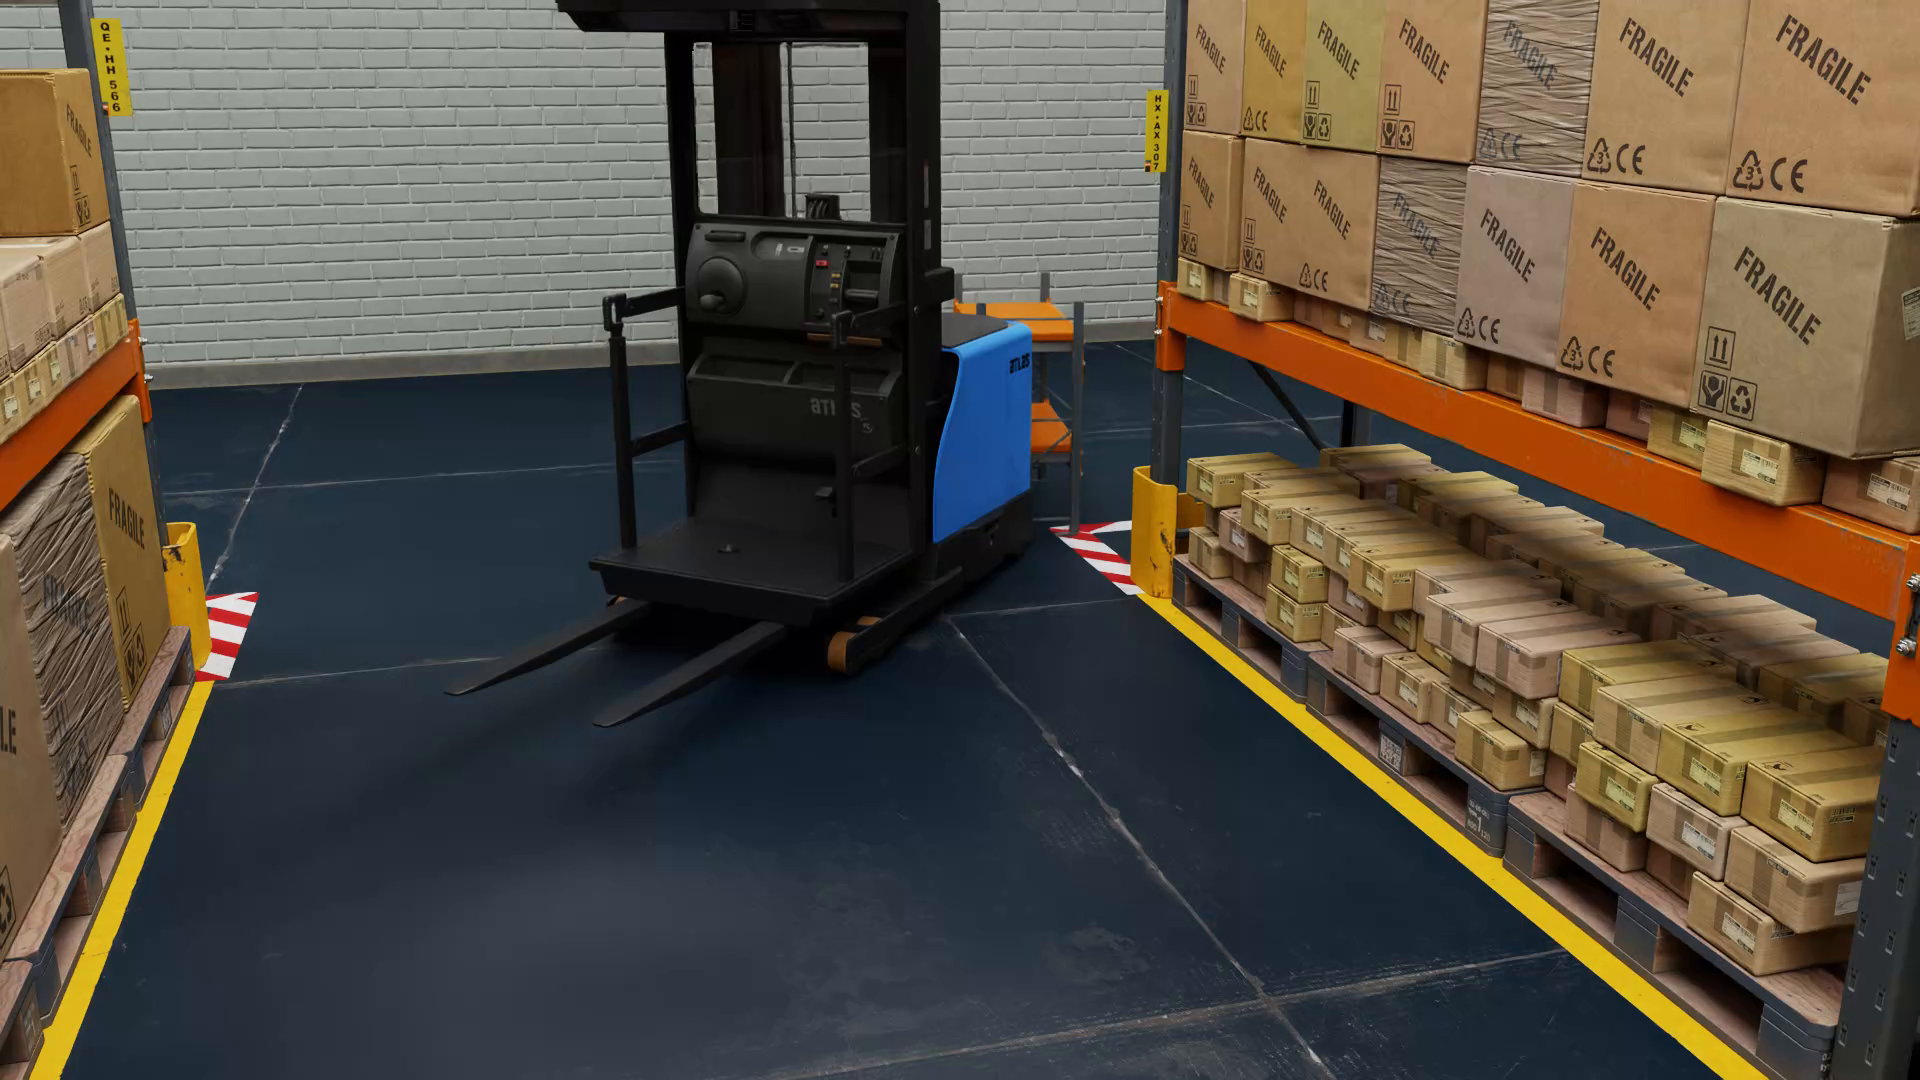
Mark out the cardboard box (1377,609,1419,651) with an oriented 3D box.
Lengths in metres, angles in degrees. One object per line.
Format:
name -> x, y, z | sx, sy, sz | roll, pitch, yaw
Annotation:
cardboard box -> 1.642, 0.250, 5.615 | 0.380, 0.149, 0.250 | -4, 17, -12

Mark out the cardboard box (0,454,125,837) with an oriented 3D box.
cardboard box -> -2.967, 0.308, 4.677 | 0.875, 0.875, 0.875 | -5, 17, -15

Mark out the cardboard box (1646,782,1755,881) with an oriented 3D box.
cardboard box -> 1.948, 0.697, 4.126 | 0.380, 0.149, 0.250 | -6, 18, -18

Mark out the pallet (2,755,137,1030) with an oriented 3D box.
pallet -> -2.843, 0.956, 4.402 | 1.003, 0.211, 1.213 | -5, 17, -15

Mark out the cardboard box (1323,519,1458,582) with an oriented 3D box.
cardboard box -> 1.496, 0.042, 5.790 | 0.380, 0.149, 0.250 | -4, 17, -13

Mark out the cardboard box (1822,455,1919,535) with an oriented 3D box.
cardboard box -> 2.122, -0.129, 3.604 | 0.380, 0.149, 0.250 | -5, 17, -16

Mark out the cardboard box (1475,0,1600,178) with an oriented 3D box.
cardboard box -> 1.763, -1.252, 4.477 | 0.500, 0.500, 0.500 | -4, 17, -14

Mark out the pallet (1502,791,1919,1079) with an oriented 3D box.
pallet -> 2.207, 0.964, 4.377 | 1.003, 0.211, 1.213 | -5, 17, -15

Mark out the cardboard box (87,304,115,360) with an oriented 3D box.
cardboard box -> -2.982, -0.666, 5.393 | 0.380, 0.149, 0.250 | -5, 17, -15

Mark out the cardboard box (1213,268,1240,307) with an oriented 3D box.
cardboard box -> 1.210, -0.992, 6.478 | 0.380, 0.149, 0.250 | -4, 17, -13

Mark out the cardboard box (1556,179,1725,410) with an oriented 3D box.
cardboard box -> 1.880, -0.634, 4.159 | 0.500, 0.500, 0.500 | -5, 17, -17

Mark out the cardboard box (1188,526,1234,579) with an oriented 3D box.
cardboard box -> 1.163, 0.039, 6.833 | 0.380, 0.149, 0.250 | -4, 17, -14

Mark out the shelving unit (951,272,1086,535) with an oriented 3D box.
shelving unit -> 0.272, -0.708, 8.353 | 0.538, 1.125, 1.048 | -2, 17, -6

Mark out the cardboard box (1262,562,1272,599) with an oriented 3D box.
cardboard box -> 1.388, 0.173, 6.387 | 0.380, 0.149, 0.250 | -5, 17, -15

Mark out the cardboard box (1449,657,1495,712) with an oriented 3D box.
cardboard box -> 1.739, 0.403, 5.106 | 0.380, 0.149, 0.250 | -6, 18, -18

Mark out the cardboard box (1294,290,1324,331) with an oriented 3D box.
cardboard box -> 1.436, -0.853, 6.013 | 0.380, 0.149, 0.250 | -4, 17, -13

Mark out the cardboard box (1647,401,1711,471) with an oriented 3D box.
cardboard box -> 1.931, -0.270, 4.074 | 0.380, 0.149, 0.250 | -4, 17, -13

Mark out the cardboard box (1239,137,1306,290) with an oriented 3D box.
cardboard box -> 1.356, -1.194, 6.020 | 0.500, 0.500, 0.500 | -5, 17, -15

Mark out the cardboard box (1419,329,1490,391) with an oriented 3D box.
cardboard box -> 1.624, -0.556, 5.025 | 0.380, 0.149, 0.250 | -4, 17, -14

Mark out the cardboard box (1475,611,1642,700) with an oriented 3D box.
cardboard box -> 1.735, 0.331, 4.827 | 0.380, 0.149, 0.250 | -6, 18, -18

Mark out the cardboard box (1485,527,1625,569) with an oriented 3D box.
cardboard box -> 2.026, 0.074, 5.682 | 0.380, 0.149, 0.250 | -5, 18, -17

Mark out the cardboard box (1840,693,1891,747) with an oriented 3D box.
cardboard box -> 2.512, 0.498, 4.272 | 0.380, 0.149, 0.250 | -4, 17, -13

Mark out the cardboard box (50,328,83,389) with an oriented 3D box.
cardboard box -> -2.847, -0.528, 4.931 | 0.380, 0.149, 0.250 | -4, 17, -14

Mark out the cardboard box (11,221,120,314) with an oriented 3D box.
cardboard box -> -3.082, -0.889, 5.440 | 0.500, 0.250, 0.500 | -5, 17, -16

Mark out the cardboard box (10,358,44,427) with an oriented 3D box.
cardboard box -> -2.702, -0.384, 4.454 | 0.380, 0.149, 0.250 | -5, 17, -15

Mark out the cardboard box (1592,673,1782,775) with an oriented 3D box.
cardboard box -> 1.894, 0.477, 4.342 | 0.380, 0.149, 0.250 | -5, 17, -16

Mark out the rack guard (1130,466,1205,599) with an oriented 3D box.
rack guard -> 1.348, -0.077, 7.340 | 1.175, 0.500, 0.348 | -5, 17, -15

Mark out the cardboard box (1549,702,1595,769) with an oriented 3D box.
cardboard box -> 1.882, 0.547, 4.625 | 0.380, 0.149, 0.250 | -5, 17, -15

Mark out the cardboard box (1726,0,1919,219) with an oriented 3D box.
cardboard box -> 2.037, -0.967, 3.527 | 0.500, 0.500, 0.500 | -5, 18, -17

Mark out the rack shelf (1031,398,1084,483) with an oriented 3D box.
rack shelf -> 0.272, -0.474, 8.423 | 0.538, 0.278, 1.000 | -2, 17, -6

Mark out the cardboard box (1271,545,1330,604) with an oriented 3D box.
cardboard box -> 1.363, 0.112, 6.073 | 0.380, 0.149, 0.250 | -4, 17, -14

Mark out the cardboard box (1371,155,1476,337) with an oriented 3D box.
cardboard box -> 1.625, -0.917, 5.098 | 0.500, 0.500, 0.500 | -5, 17, -17

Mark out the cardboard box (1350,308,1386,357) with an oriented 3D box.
cardboard box -> 1.527, -0.705, 5.523 | 0.380, 0.149, 0.250 | -5, 17, -16

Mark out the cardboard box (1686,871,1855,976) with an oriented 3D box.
cardboard box -> 1.991, 0.894, 3.988 | 0.380, 0.149, 0.250 | -4, 17, -15

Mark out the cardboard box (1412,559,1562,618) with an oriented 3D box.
cardboard box -> 1.686, 0.180, 5.329 | 0.380, 0.149, 0.250 | -5, 17, -15

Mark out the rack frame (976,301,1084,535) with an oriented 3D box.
rack frame -> 0.325, -0.562, 7.869 | 0.500, 1.125, 0.032 | -2, 17, -6

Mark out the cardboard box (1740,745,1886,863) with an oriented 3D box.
cardboard box -> 2.078, 0.613, 3.890 | 0.380, 0.149, 0.250 | -4, 17, -14

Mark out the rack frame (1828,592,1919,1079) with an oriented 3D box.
rack frame -> 2.423, -0.189, 3.366 | 0.949, 2.616, 0.053 | -5, 17, -15

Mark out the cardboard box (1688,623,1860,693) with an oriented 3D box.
cardboard box -> 2.301, 0.362, 4.726 | 0.380, 0.149, 0.250 | -5, 17, -17

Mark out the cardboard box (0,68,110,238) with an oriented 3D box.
cardboard box -> -3.083, -1.247, 5.329 | 0.500, 0.500, 0.500 | -4, 17, -15

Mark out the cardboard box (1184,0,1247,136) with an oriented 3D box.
cardboard box -> 1.195, -1.819, 6.366 | 0.500, 0.500, 0.500 | -5, 17, -16

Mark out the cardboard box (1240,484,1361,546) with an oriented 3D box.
cardboard box -> 1.282, -0.098, 6.254 | 0.380, 0.149, 0.250 | -5, 17, -15

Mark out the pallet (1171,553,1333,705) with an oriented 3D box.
pallet -> 1.537, 0.289, 6.624 | 1.003, 0.211, 1.213 | -5, 17, -15

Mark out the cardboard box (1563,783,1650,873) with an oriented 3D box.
cardboard box -> 1.865, 0.747, 4.475 | 0.380, 0.149, 0.250 | -5, 18, -17

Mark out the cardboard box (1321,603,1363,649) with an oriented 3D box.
cardboard box -> 1.515, 0.316, 5.913 | 0.380, 0.149, 0.250 | -5, 17, -15

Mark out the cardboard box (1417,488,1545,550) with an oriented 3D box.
cardboard box -> 1.933, -0.077, 6.187 | 0.380, 0.149, 0.250 | -5, 18, -17

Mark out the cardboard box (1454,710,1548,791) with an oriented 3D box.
cardboard box -> 1.706, 0.608, 4.941 | 0.380, 0.149, 0.250 | -5, 17, -15

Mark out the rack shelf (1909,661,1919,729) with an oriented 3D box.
rack shelf -> 2.976, 0.709, 1.628 | 1.077, 0.370, 4.000 | -5, 17, -15

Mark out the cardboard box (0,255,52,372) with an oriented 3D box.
cardboard box -> -2.803, -0.607, 4.504 | 0.500, 0.250, 0.500 | -5, 18, -17

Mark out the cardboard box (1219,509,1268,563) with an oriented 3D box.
cardboard box -> 1.245, -0.028, 6.540 | 0.380, 0.149, 0.250 | -5, 17, -16

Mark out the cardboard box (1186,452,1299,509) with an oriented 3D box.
cardboard box -> 1.144, -0.244, 6.742 | 0.380, 0.149, 0.250 | -6, 18, -18

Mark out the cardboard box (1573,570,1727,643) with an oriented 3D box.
cardboard box -> 2.156, 0.216, 5.211 | 0.380, 0.149, 0.250 | -5, 18, -18

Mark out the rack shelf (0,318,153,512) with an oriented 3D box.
rack shelf -> -2.920, -0.033, 4.099 | 1.077, 0.370, 4.000 | -5, 17, -15

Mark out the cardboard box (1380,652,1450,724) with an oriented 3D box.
cardboard box -> 1.601, 0.466, 5.412 | 0.380, 0.149, 0.250 | -5, 17, -15

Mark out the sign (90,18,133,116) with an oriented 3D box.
sign -> -2.944, -1.638, 5.767 | 0.100, 0.325, 0.005 | -5, 17, -15

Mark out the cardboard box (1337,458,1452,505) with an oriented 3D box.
cardboard box -> 1.730, -0.215, 6.647 | 0.380, 0.149, 0.250 | -4, 17, -14

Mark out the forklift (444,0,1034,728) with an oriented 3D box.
forklift -> -0.754, -1.038, 6.313 | 1.130, 2.935, 3.031 | 8, 18, 25

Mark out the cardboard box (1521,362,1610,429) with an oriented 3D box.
cardboard box -> 1.780, -0.416, 4.561 | 0.380, 0.149, 0.250 | -5, 18, -18

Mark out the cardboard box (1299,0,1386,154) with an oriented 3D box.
cardboard box -> 1.461, -1.535, 5.418 | 0.500, 0.500, 0.500 | -5, 17, -16
